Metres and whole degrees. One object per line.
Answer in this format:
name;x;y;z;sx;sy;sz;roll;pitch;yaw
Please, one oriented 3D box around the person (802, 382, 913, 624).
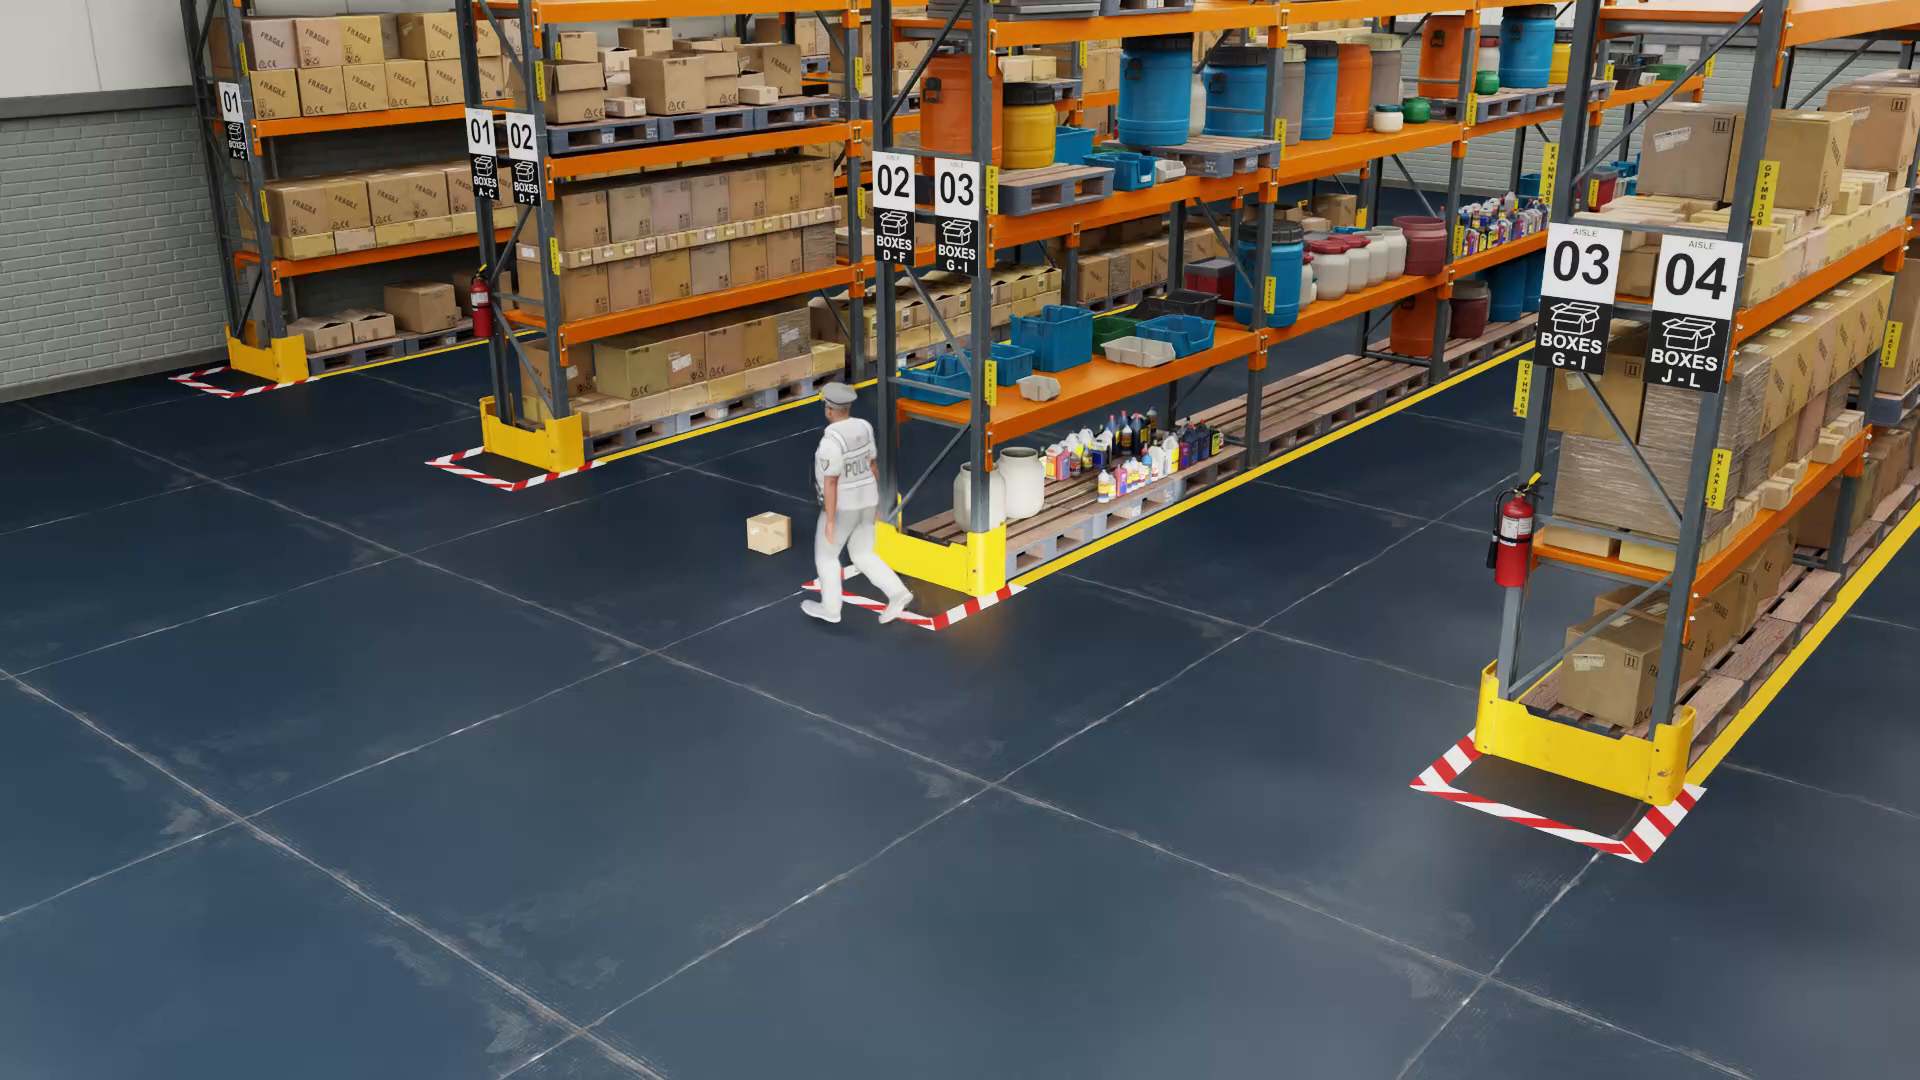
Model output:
person;-0.730;-0.233;11.673;0.854;1.745;0.591;15;25;36
